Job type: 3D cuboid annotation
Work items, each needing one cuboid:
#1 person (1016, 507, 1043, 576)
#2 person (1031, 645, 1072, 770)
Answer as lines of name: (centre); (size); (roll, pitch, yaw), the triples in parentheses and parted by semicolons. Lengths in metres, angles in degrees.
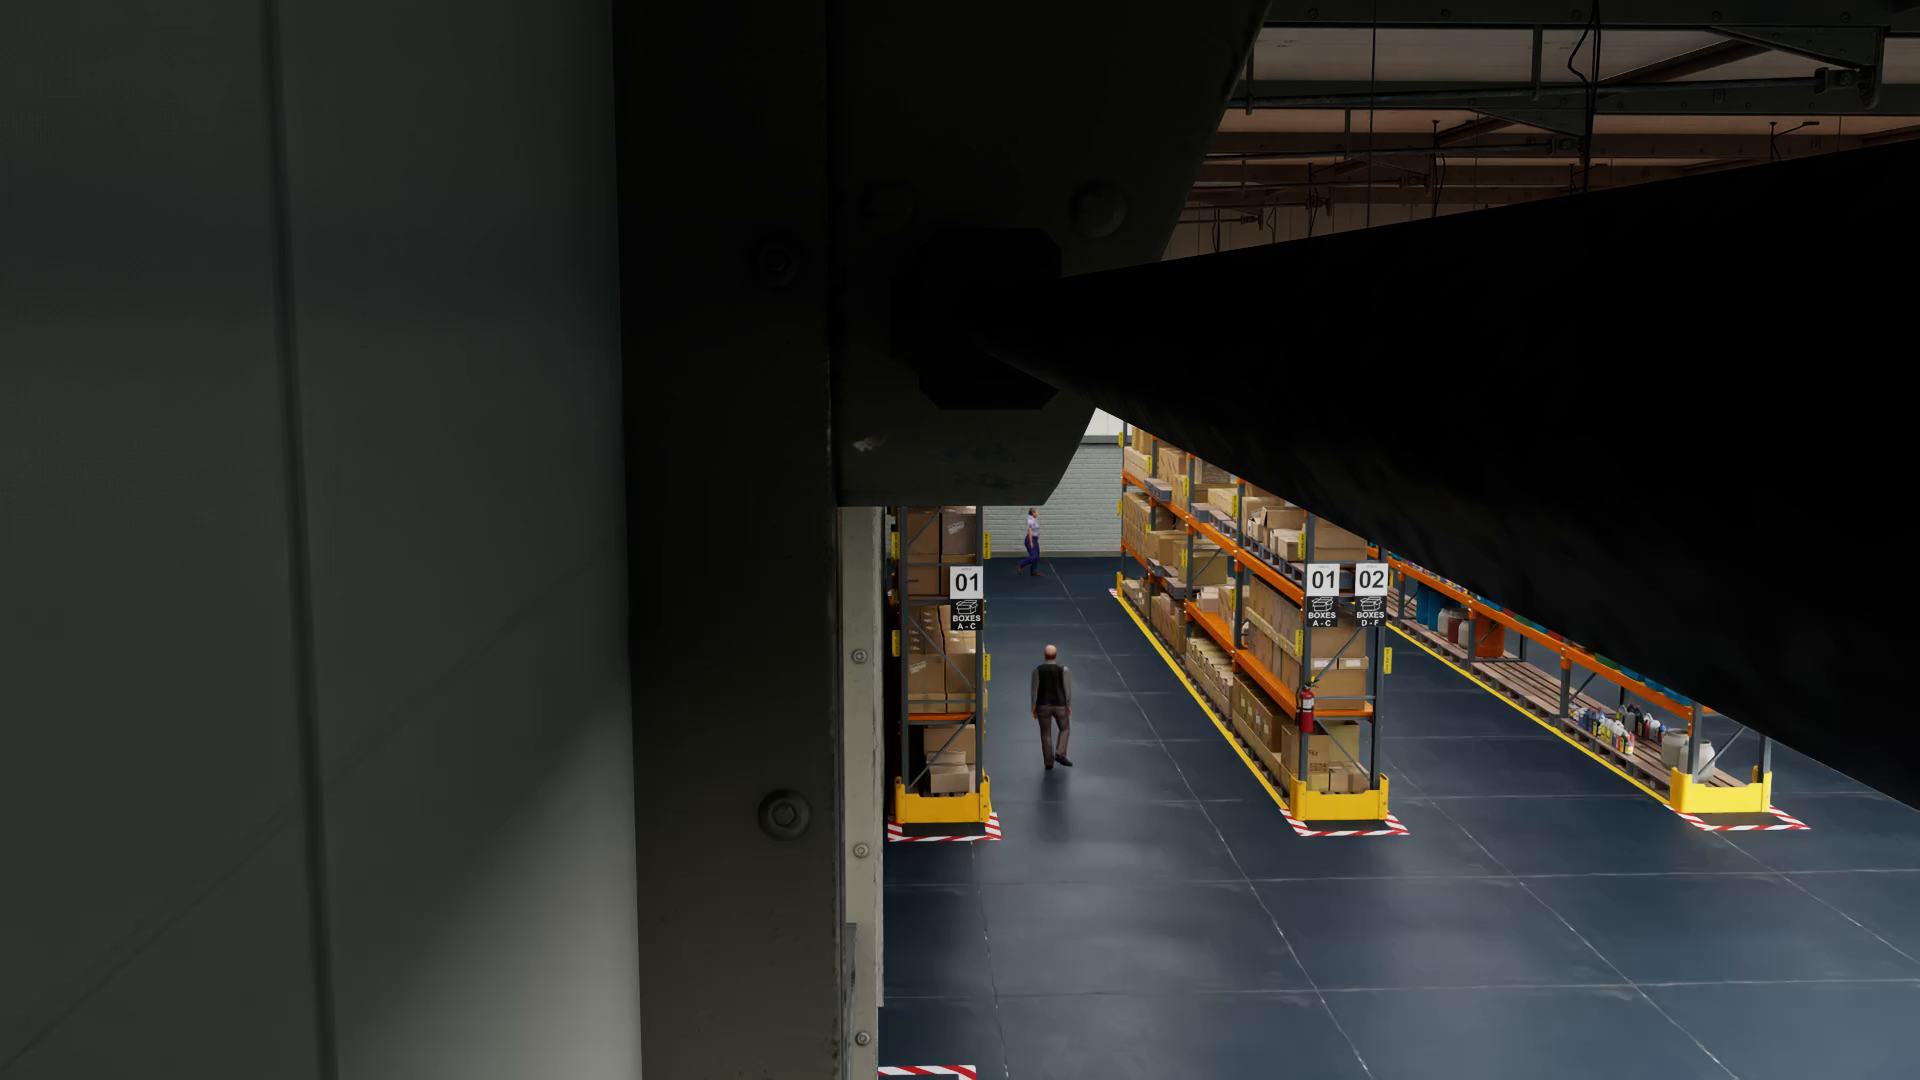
person: (1.633, 0.046, 38.900); (0.608, 1.639, 0.523); (1, 8, 10)
person: (1.253, 2.297, 22.755); (0.571, 1.721, 0.505); (0, 8, 2)
